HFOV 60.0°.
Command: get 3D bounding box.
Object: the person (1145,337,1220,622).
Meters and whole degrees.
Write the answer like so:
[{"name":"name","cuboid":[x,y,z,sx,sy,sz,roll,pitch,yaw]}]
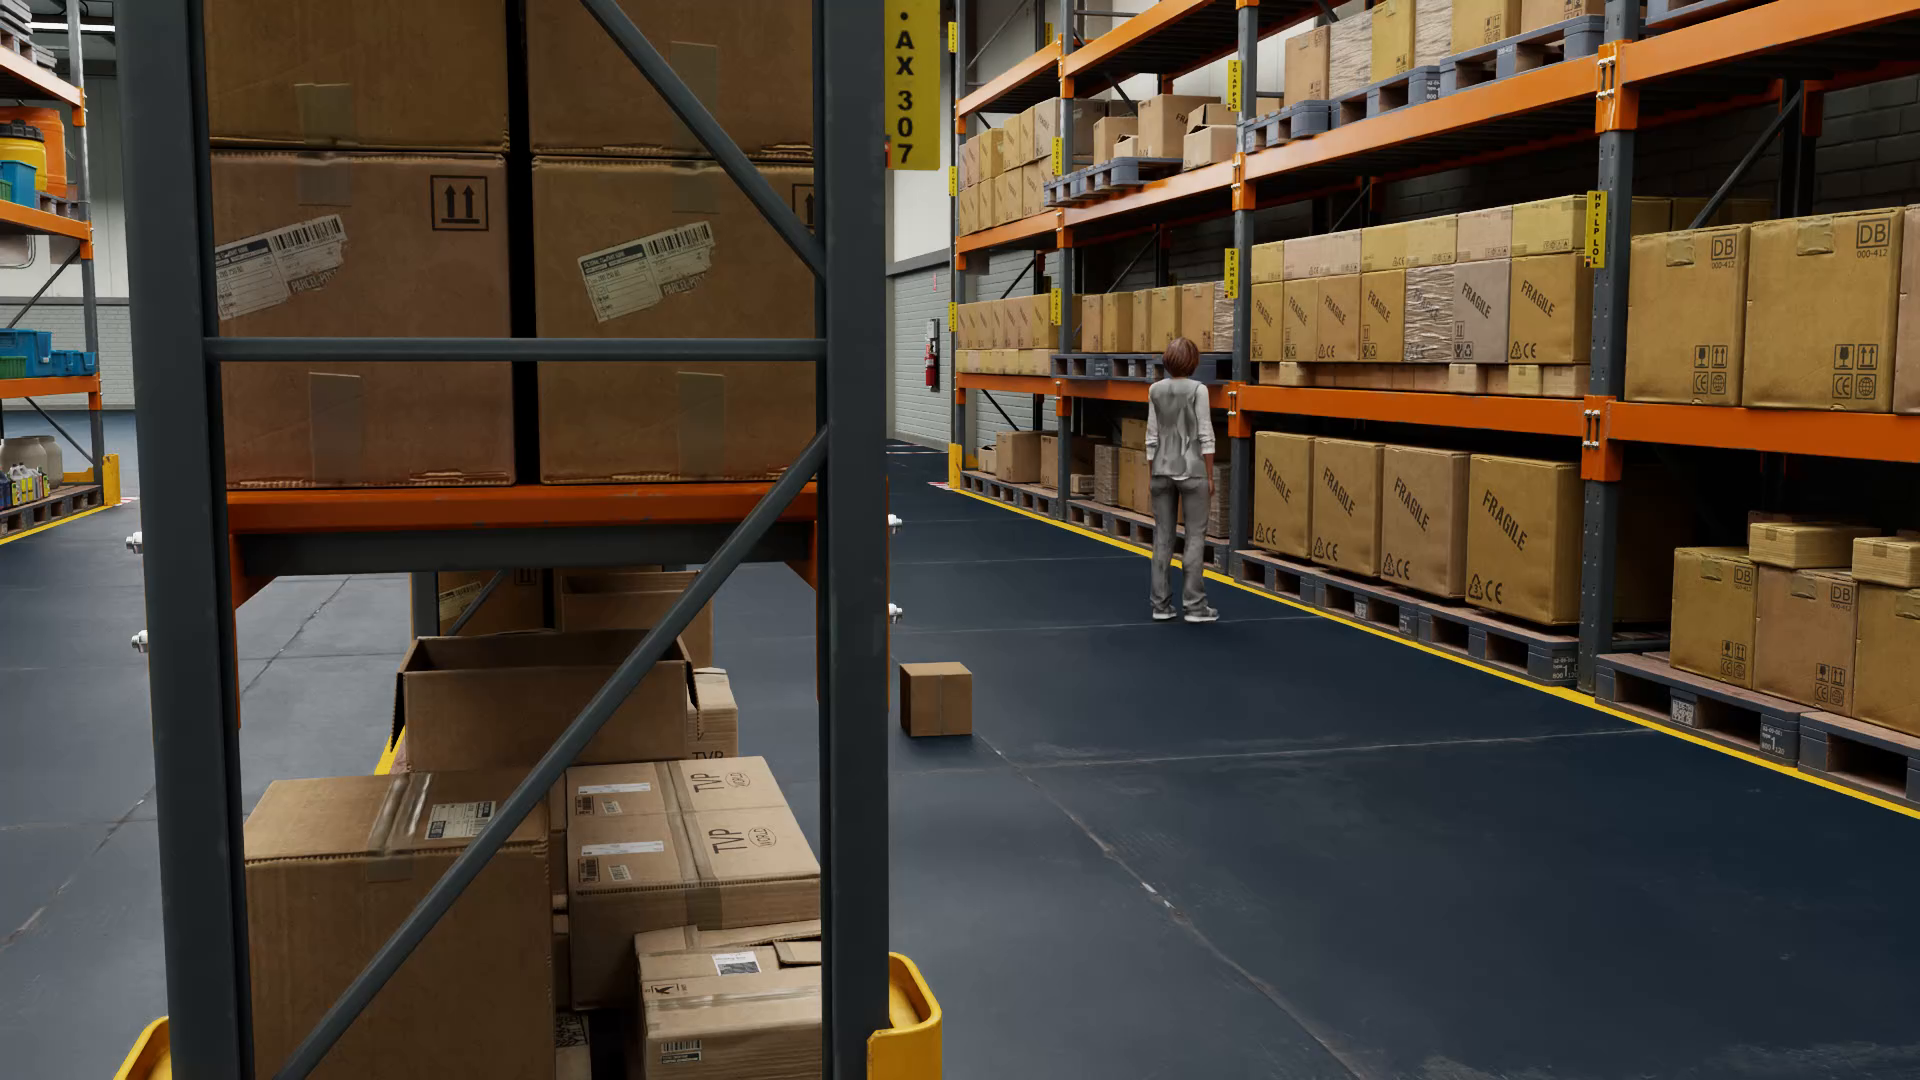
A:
[{"name":"person","cuboid":[1.253,-0.338,9.389,0.408,1.604,0.314,4,7,31]}]
